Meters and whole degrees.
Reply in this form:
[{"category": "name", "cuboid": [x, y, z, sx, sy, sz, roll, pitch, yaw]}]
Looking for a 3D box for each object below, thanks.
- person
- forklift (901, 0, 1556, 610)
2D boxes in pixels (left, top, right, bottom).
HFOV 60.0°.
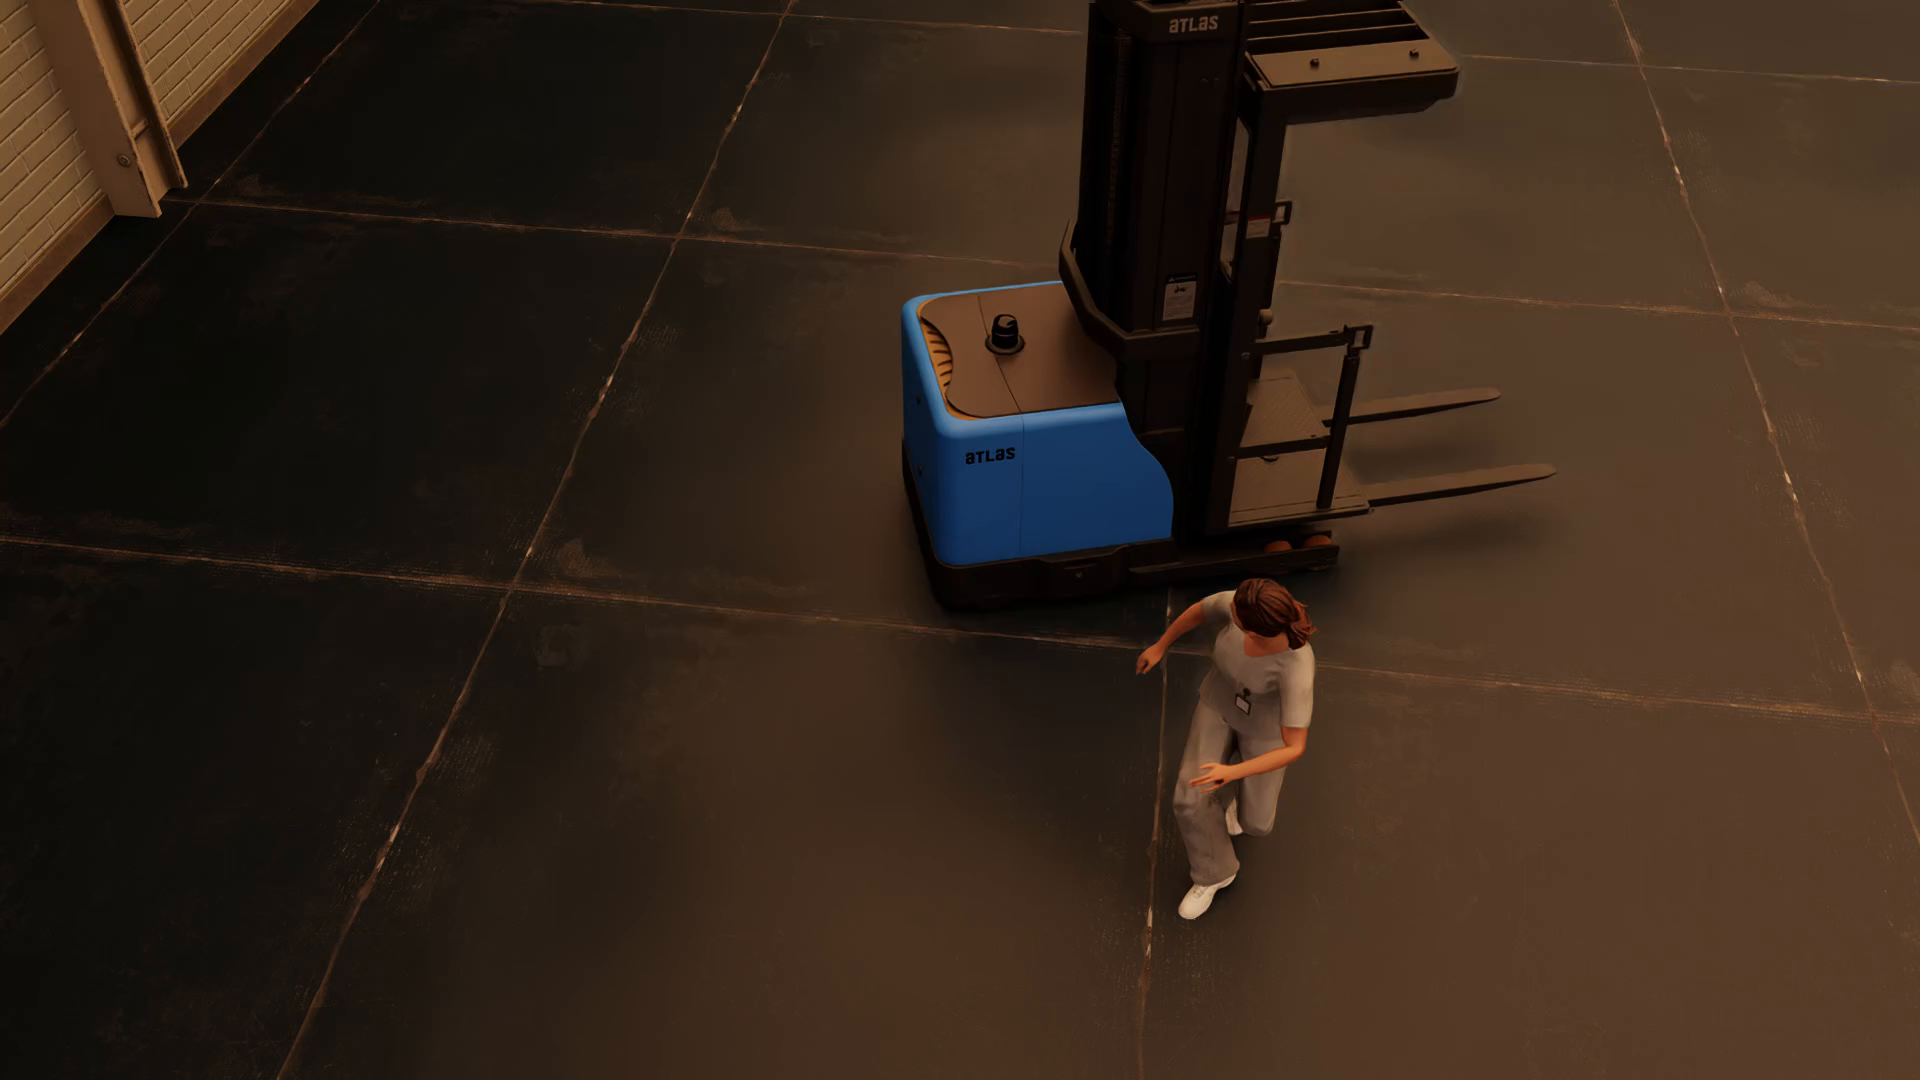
[{"category": "person", "cuboid": [0.918, 0.673, 6.030, 0.774, 1.542, 0.806, 28, 50, 27]}, {"category": "forklift", "cuboid": [1.289, -1.259, 7.095, 3.031, 2.935, 1.130, -8, 43, -8]}]
